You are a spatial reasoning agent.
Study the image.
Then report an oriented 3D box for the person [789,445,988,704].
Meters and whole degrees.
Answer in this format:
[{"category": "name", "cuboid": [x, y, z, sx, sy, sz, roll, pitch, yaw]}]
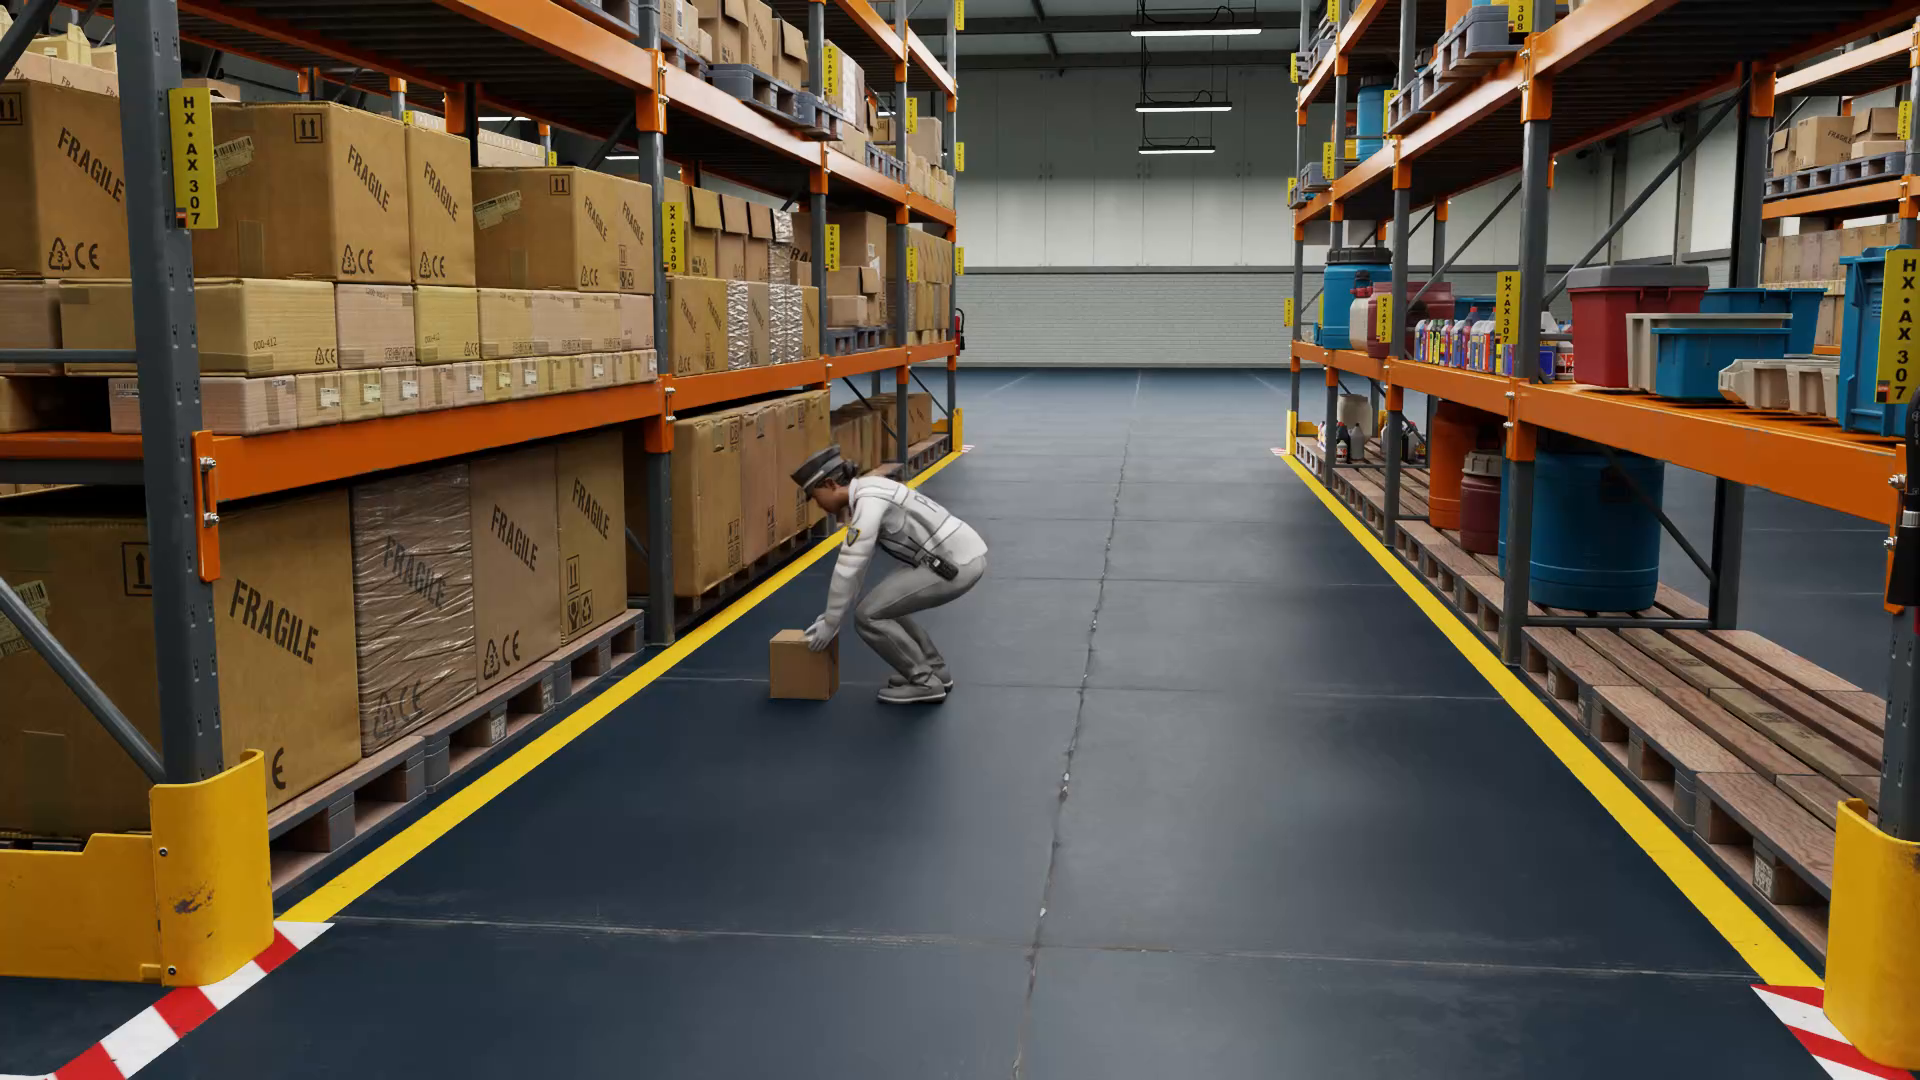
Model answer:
[{"category": "person", "cuboid": [-0.302, 0.139, 6.997, 0.827, 1.072, 0.506, 1, 8, 6]}]
